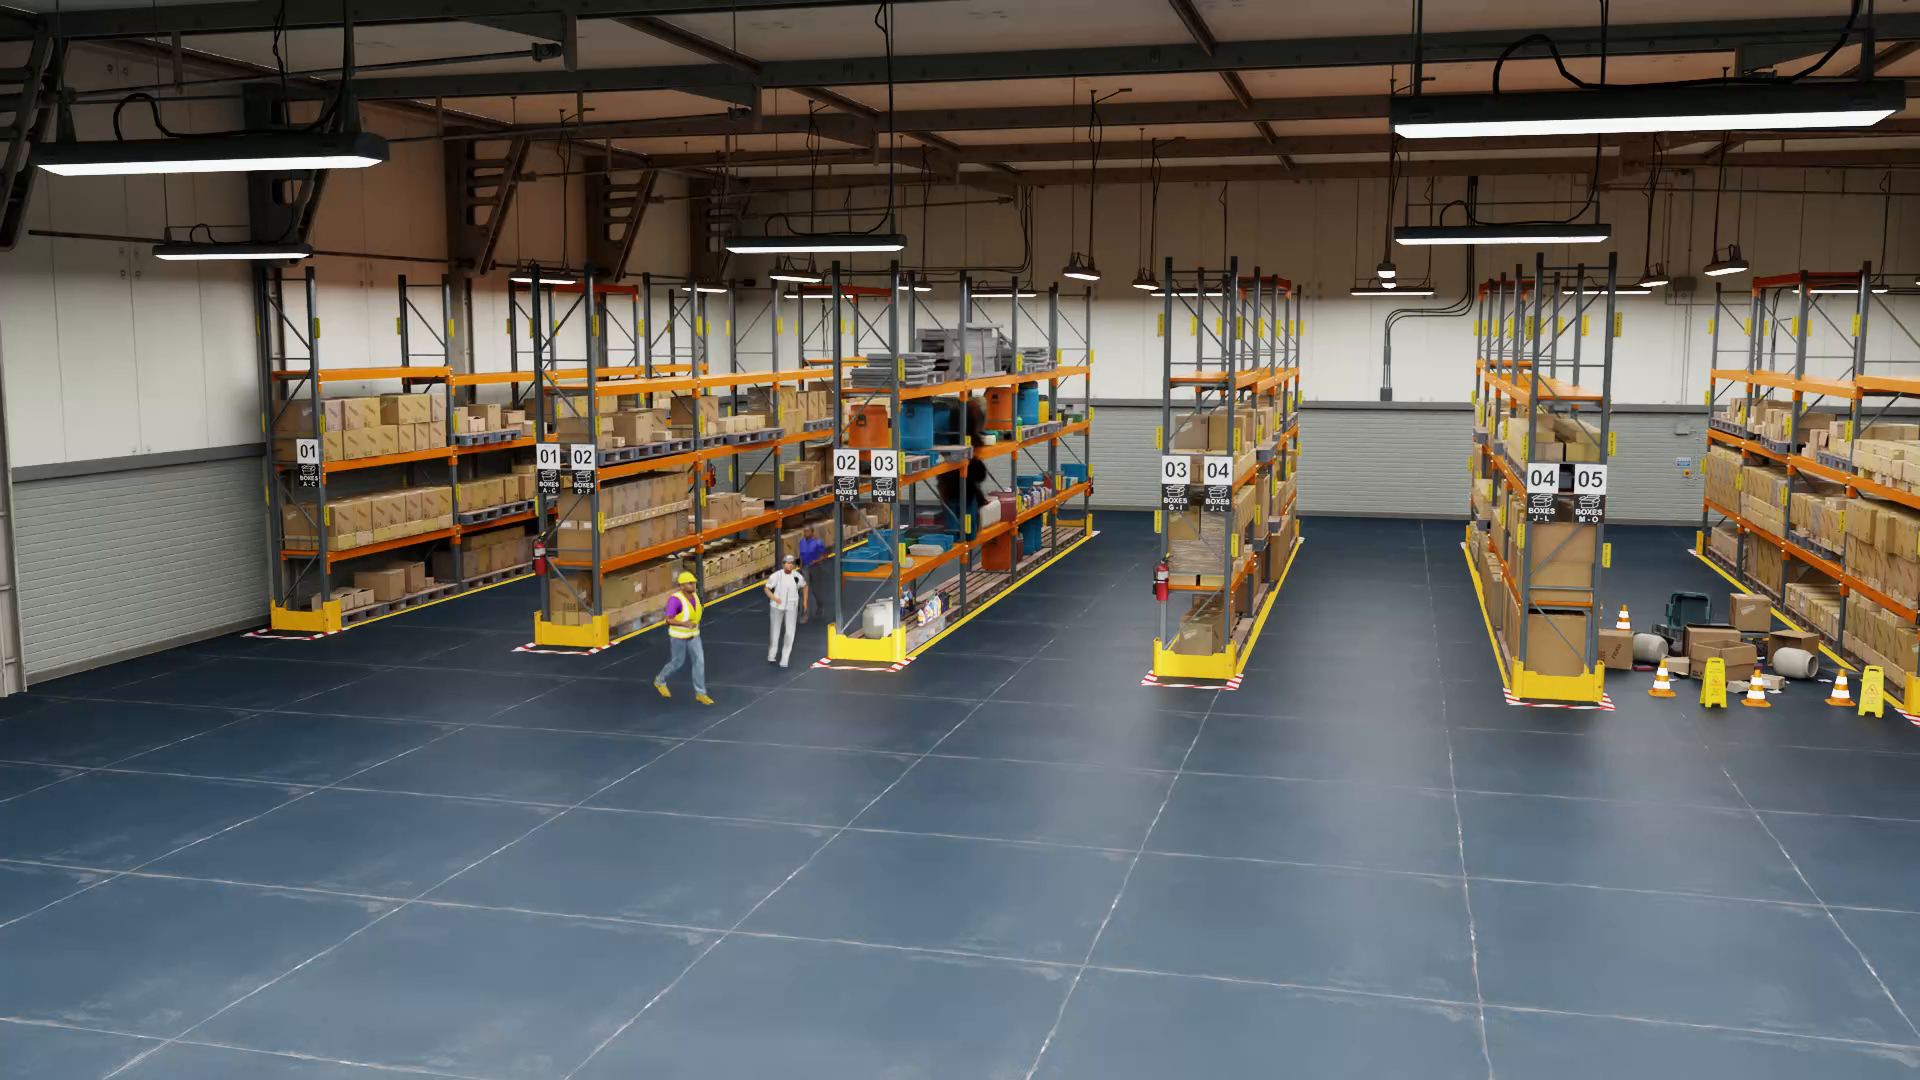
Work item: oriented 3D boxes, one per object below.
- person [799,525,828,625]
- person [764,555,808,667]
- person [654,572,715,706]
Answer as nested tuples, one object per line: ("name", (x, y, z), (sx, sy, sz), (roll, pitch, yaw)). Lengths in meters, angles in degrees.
("person", (-2.516, 0.569, 28.549), (0.575, 1.693, 0.812), (2, 7, 13))
("person", (-2.588, 1.059, 24.846), (0.673, 1.685, 0.627), (-1, 7, -11))
("person", (-3.720, 1.303, 22.281), (0.949, 1.777, 0.664), (5, 9, 37))
